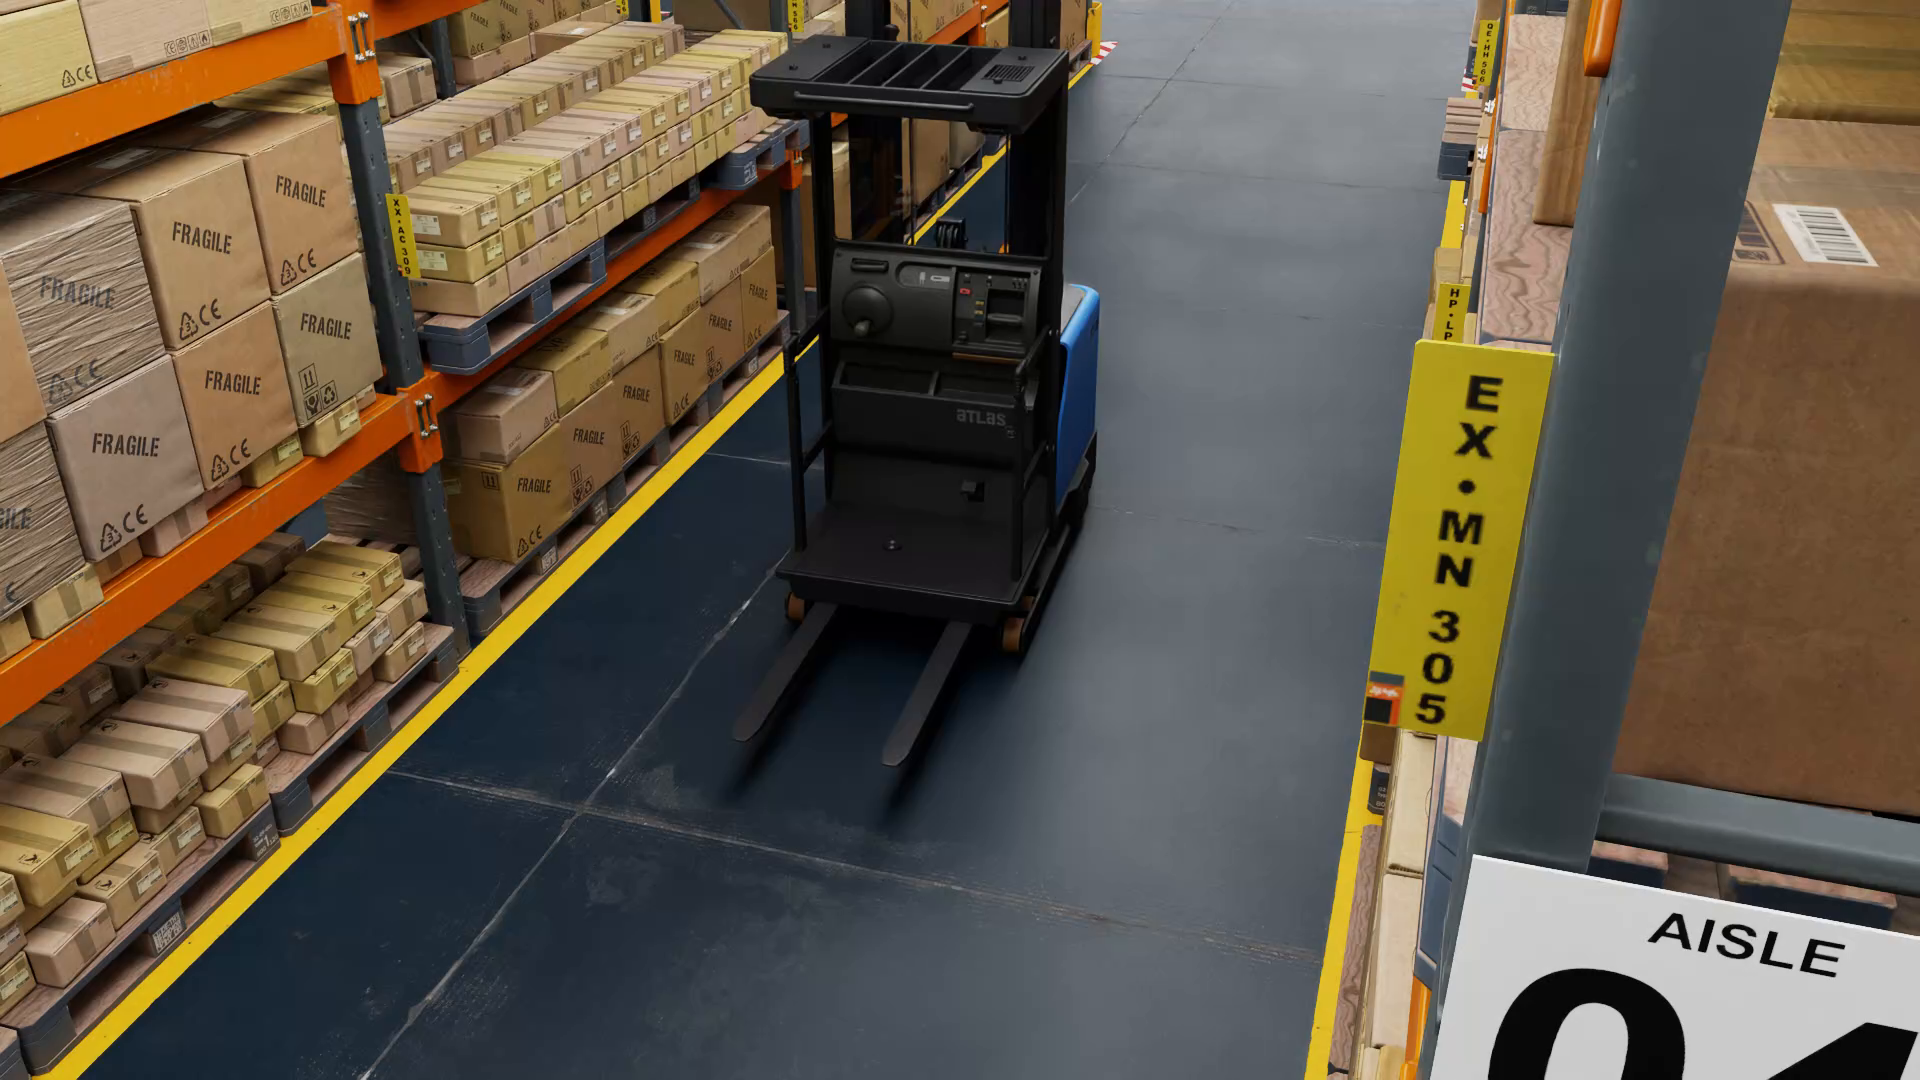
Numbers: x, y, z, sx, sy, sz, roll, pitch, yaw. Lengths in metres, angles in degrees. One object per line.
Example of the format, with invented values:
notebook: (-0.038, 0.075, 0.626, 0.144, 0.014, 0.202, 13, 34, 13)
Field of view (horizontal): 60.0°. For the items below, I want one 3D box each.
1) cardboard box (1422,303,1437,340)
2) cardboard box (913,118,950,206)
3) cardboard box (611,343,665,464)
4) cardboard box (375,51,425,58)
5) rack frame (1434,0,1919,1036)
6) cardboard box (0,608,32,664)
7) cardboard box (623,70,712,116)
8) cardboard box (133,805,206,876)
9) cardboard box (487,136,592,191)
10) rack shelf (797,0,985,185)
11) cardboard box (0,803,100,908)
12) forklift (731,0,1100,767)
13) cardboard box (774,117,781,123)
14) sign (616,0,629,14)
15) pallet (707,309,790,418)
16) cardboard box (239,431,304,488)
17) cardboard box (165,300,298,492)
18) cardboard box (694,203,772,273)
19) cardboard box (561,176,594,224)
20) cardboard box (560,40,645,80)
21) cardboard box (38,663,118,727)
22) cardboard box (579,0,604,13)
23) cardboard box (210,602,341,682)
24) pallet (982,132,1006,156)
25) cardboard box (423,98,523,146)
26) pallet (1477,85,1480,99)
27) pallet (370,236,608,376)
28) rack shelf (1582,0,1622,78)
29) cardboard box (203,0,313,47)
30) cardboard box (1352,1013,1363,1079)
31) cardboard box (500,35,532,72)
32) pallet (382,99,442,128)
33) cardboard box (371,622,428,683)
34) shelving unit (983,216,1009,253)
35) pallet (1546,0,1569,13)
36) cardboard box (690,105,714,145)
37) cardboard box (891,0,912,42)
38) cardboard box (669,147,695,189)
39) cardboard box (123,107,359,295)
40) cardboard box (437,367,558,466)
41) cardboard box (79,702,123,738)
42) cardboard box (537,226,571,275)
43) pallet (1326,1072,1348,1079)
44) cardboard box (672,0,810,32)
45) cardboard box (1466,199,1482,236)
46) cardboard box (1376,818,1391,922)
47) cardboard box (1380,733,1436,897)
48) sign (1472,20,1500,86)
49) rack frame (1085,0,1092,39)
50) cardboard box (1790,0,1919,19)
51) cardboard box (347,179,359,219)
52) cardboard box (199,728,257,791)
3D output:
cardboard box: (2.740, -0.486, 7.792, 1.225, 0.875, 0.875, 9, 30, 15)
cardboard box: (-0.690, -3.027, 12.488, 1.050, 0.750, 0.750, 8, 30, 15)
cardboard box: (-1.890, -0.746, 8.645, 0.500, 0.500, 0.500, 9, 30, 16)
cardboard box: (-5.152, -4.530, 15.704, 0.500, 0.250, 0.500, 10, 31, 17)
rack frame: (0.883, -0.866, 0.550, 1.000, 3.000, 0.127, 8, 30, 15)
cardboard box: (-3.011, 0.275, 4.929, 0.380, 0.149, 0.250, 10, 30, 17)
cardboard box: (-1.490, -2.283, 8.484, 0.380, 0.149, 0.250, 9, 30, 15)
cardboard box: (-2.889, 1.028, 5.817, 0.380, 0.149, 0.250, 9, 30, 16)
cardboard box: (-1.870, -1.674, 7.388, 0.380, 0.149, 0.250, 8, 30, 14)
rack shelf: (-0.894, -3.332, 11.894, 1.077, 0.370, 4.000, 8, 30, 15)
cardboard box: (-2.983, 0.994, 5.267, 0.380, 0.149, 0.250, 9, 30, 16)
forklift: (-0.164, -0.987, 7.009, 1.130, 2.935, 3.031, 7, 30, 13)
cardboard box: (-1.186, -2.496, 9.477, 0.380, 0.149, 0.250, 9, 30, 16)
sign: (-2.012, -3.301, 9.906, 0.100, 0.325, 0.005, 8, 30, 15)
pallet: (-1.712, -1.135, 10.074, 1.003, 0.211, 1.213, 8, 30, 15)
cardboard box: (-2.622, -0.331, 6.018, 0.380, 0.149, 0.250, 10, 31, 17)
cardboard box: (-2.680, -0.525, 5.700, 0.500, 0.500, 0.500, 8, 30, 13)
cardboard box: (-1.431, -1.781, 9.733, 0.500, 0.250, 0.500, 8, 30, 14)
cardboard box: (-1.874, -1.541, 7.455, 0.380, 0.149, 0.250, 7, 30, 13)
cardboard box: (-1.954, -2.625, 9.097, 0.380, 0.149, 0.250, 8, 30, 15)
cardboard box: (-3.326, 0.550, 6.064, 0.380, 0.149, 0.250, 9, 30, 16)
cardboard box: (-4.030, -5.751, 17.128, 0.500, 0.500, 0.500, 10, 31, 17)
cardboard box: (-2.614, 0.388, 6.356, 0.380, 0.149, 0.250, 8, 30, 14)
pallet: (-0.009, -3.699, 14.683, 1.003, 0.211, 1.213, 8, 30, 15)
cardboard box: (-2.340, -2.012, 7.995, 0.380, 0.149, 0.250, 7, 30, 13)
pallet: (5.285, -4.054, 15.320, 1.003, 0.211, 1.213, 8, 30, 15)
pallet: (-2.292, -1.109, 7.355, 1.003, 0.211, 1.213, 8, 30, 15)
rack shelf: (1.470, -1.306, 2.493, 1.077, 0.370, 4.000, 8, 30, 15)
cardboard box: (-2.541, -1.837, 5.535, 0.500, 0.250, 0.500, 9, 30, 16)
cardboard box: (1.261, 1.769, 3.738, 0.875, 0.875, 0.875, 8, 30, 15)
cardboard box: (-4.491, -4.702, 16.014, 0.500, 0.250, 0.500, 10, 31, 18)
pallet: (-5.296, -3.655, 14.602, 1.003, 0.211, 1.213, 8, 30, 15)
cardboard box: (-2.444, 0.435, 6.883, 0.380, 0.149, 0.250, 9, 30, 16)
shelving unit: (0.296, -1.079, 8.946, 0.258, 1.200, 0.503, 8, 29, 13)
pallet: (2.279, -1.764, 5.446, 0.805, 0.209, 1.217, 7, 30, 13)
cardboard box: (-1.491, -2.148, 8.545, 0.380, 0.149, 0.250, 8, 30, 15)
cardboard box: (-0.648, -3.633, 11.592, 0.500, 0.500, 0.500, 8, 30, 14)
cardboard box: (-1.568, -1.900, 8.407, 0.380, 0.149, 0.250, 9, 30, 16)
cardboard box: (-2.534, -1.212, 5.905, 0.500, 0.500, 0.500, 7, 30, 13)
cardboard box: (-2.186, -0.583, 7.580, 0.500, 0.250, 0.500, 7, 30, 13)
cardboard box: (-3.278, 0.695, 6.109, 0.380, 0.149, 0.250, 10, 31, 17)
cardboard box: (-1.947, -1.294, 7.318, 0.380, 0.149, 0.250, 9, 30, 15)
pallet: (1.403, 2.026, 4.390, 1.003, 0.211, 1.213, 8, 30, 15)
cardboard box: (-1.340, -3.405, 10.153, 0.700, 0.500, 0.500, 8, 30, 15)
cardboard box: (2.383, -1.108, 7.054, 0.500, 0.500, 0.500, 9, 30, 15)
cardboard box: (1.196, 0.821, 3.947, 0.380, 0.149, 0.250, 8, 30, 13)
cardboard box: (1.219, 0.713, 3.731, 0.500, 0.250, 0.500, 9, 30, 15)
sign: (2.709, -2.507, 8.561, 0.100, 0.325, 0.005, 8, 30, 15)
rack frame: (0.867, -6.435, 16.731, 1.000, 3.000, 0.127, 8, 30, 15)
cardboard box: (1.370, -0.567, 2.460, 0.700, 0.500, 0.500, 6, 30, 11)
cardboard box: (-2.724, -1.406, 6.907, 0.380, 0.149, 0.250, 10, 31, 17)
cardboard box: (-2.796, 0.744, 6.021, 0.380, 0.149, 0.250, 9, 30, 16)
